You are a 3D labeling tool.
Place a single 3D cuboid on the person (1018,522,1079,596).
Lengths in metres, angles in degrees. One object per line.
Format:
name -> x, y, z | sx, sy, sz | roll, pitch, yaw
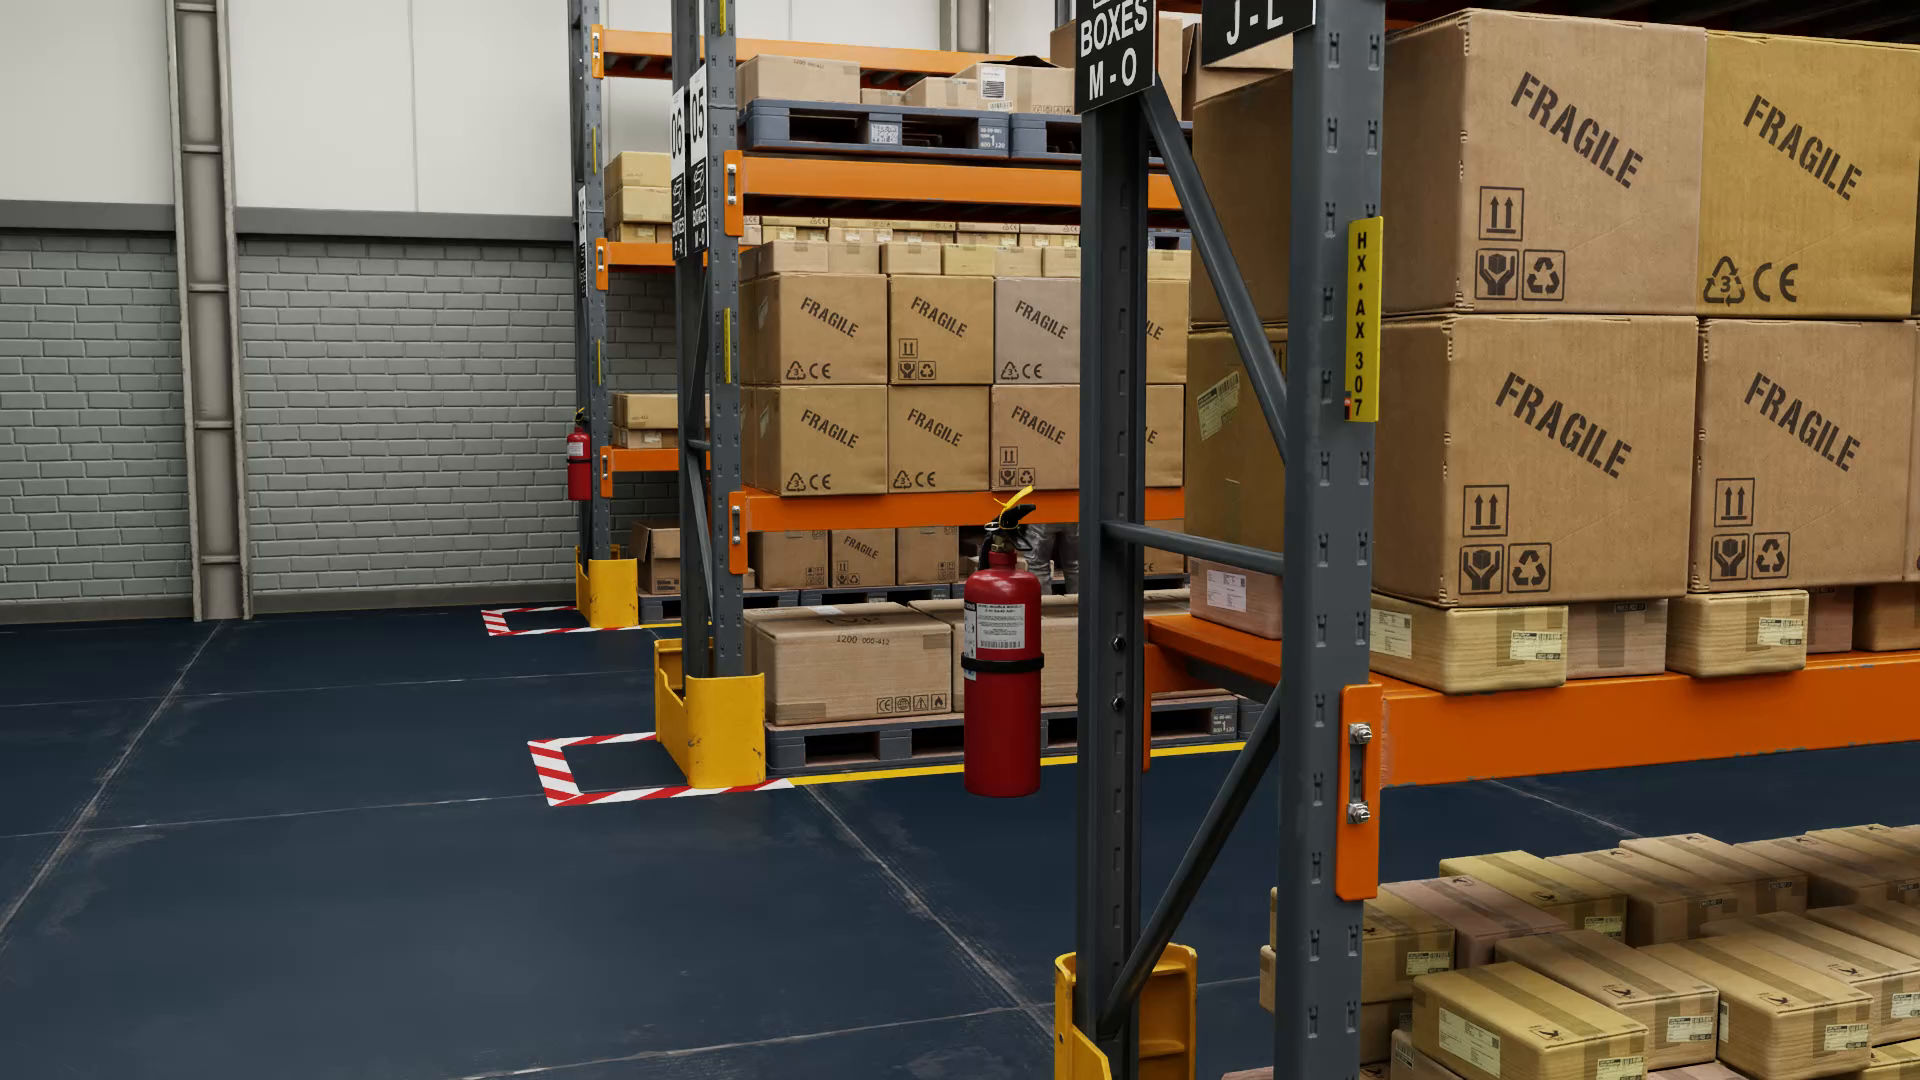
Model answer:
person -> 0.660, -0.181, 11.538 | 0.619, 1.775, 0.446 | -2, 6, -18
